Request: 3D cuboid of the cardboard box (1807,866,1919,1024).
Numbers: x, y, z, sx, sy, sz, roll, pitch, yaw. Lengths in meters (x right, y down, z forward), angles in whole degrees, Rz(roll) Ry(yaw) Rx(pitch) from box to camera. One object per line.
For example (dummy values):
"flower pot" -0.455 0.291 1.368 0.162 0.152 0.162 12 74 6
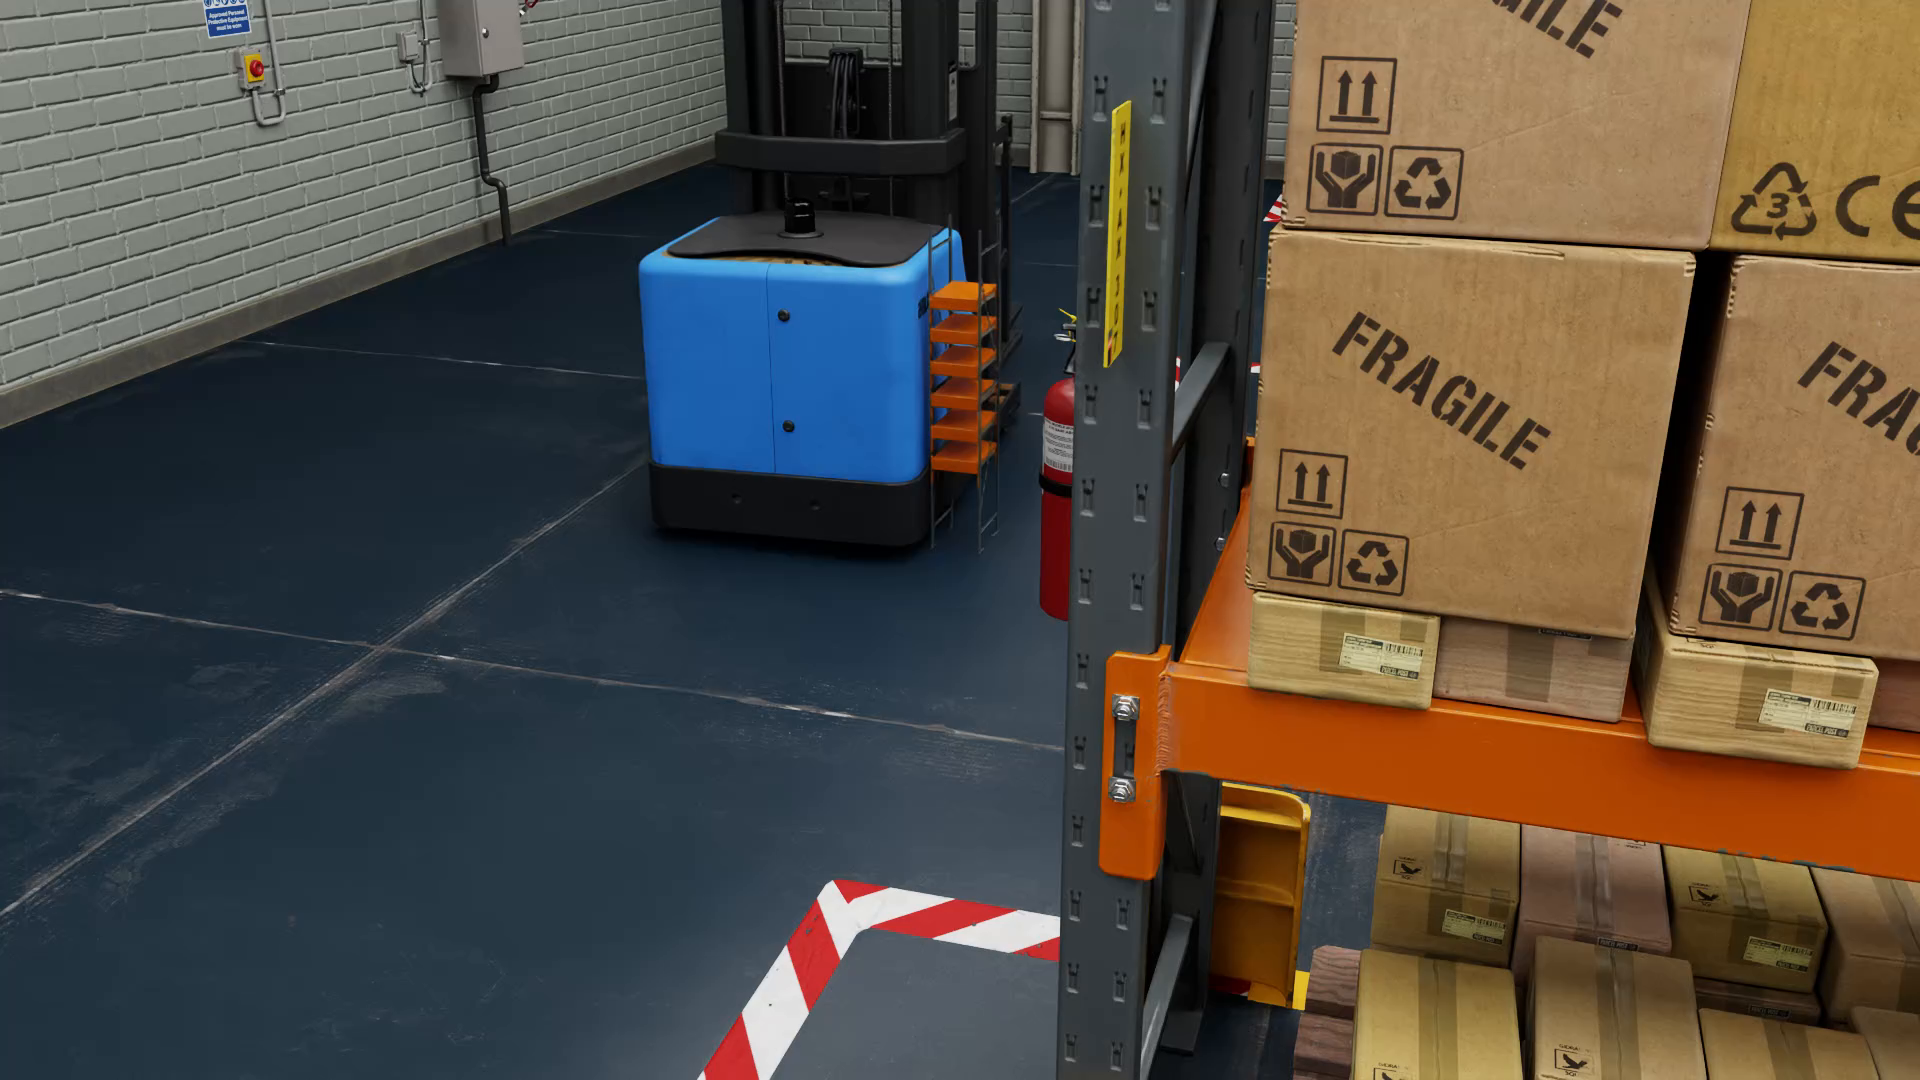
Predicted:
"cardboard box" 1.676 0.712 3.000 0.250 0.149 0.380 6 23 13

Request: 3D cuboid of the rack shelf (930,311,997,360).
"rack shelf" 0.019 -0.735 5.964 0.180 0.103 0.258 7 23 17

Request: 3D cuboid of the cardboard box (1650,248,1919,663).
"cardboard box" 1.228 -0.170 2.208 0.500 0.500 0.500 7 23 16

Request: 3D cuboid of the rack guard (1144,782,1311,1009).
"rack guard" 0.431 0.980 3.223 0.348 0.500 1.175 7 23 16

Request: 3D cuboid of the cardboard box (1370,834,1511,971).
"cardboard box" 0.946 0.756 3.286 0.250 0.149 0.380 6 23 14

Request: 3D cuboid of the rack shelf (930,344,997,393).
"rack shelf" 0.019 -0.624 6.010 0.180 0.103 0.258 7 23 17

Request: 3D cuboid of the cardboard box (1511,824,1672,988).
"cardboard box" 1.162 0.679 3.082 0.250 0.149 0.380 7 23 17

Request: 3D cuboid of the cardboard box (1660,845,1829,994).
"cardboard box" 1.447 0.661 3.126 0.250 0.149 0.380 6 23 14

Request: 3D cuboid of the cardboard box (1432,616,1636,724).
"cardboard box" 0.829 0.098 2.408 0.250 0.149 0.380 7 23 17

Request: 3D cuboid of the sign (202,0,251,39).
"sign" -3.786 -2.719 8.589 0.001 0.218 0.327 7 23 16

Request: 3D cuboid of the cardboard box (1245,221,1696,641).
"cardboard box" 0.708 -0.220 2.329 0.500 0.500 0.500 8 24 18

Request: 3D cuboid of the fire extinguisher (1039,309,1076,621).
"fire extinguisher" 0.250 -0.172 3.331 0.183 0.674 0.296 7 23 16

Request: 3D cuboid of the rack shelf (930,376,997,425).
"rack shelf" 0.019 -0.513 6.055 0.180 0.103 0.258 7 23 17

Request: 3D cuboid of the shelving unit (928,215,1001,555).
"shelving unit" 0.019 -0.554 6.038 0.189 1.200 0.258 7 23 17

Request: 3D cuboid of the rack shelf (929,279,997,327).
"rack shelf" 0.018 -0.846 5.919 0.180 0.103 0.258 7 23 17

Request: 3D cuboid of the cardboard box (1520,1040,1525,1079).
"cardboard box" 1.031 1.003 2.683 0.250 0.149 0.380 6 23 15

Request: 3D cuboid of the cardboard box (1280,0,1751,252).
"cardboard box" 0.711 -0.686 2.149 0.500 0.500 0.500 6 23 15

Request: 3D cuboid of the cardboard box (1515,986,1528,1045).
"cardboard box" 1.181 0.804 3.168 0.250 0.149 0.380 6 23 14

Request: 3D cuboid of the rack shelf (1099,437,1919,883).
"rack shelf" 2.273 0.367 2.371 4.000 0.370 1.077 7 23 16

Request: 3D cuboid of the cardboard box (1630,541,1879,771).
"cardboard box" 1.071 0.147 2.289 0.250 0.149 0.380 6 23 14

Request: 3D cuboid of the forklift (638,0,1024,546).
"forklift" -0.338 -1.862 6.947 1.130 2.935 3.031 5 23 12

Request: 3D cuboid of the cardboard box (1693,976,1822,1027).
"cardboard box" 1.444 0.812 3.148 0.250 0.149 0.380 6 23 13

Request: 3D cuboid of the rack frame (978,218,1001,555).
"rack frame" 0.106 -0.543 6.011 0.006 1.200 0.240 7 23 17

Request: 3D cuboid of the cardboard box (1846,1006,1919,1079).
"cardboard box" 1.526 0.903 2.536 0.250 0.149 0.380 5 23 13

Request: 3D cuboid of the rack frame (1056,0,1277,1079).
"rack frame" 0.358 -0.185 2.769 0.127 3.000 1.000 7 23 16

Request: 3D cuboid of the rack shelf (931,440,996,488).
"rack shelf" 0.020 -0.291 6.146 0.180 0.103 0.258 7 23 17

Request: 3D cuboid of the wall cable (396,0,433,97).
"wall cable" -3.315 -3.591 9.733 0.122 1.984 0.588 7 23 16

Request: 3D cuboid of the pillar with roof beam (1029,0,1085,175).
"pillar with roof beam" -0.443 -5.633 8.145 0.400 9.000 9.100 7 23 16

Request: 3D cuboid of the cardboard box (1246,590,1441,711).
"cardboard box" 0.574 0.086 2.440 0.250 0.149 0.380 6 23 15

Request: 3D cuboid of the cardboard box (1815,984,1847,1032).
"cardboard box" 1.671 0.879 2.985 0.250 0.149 0.380 6 23 15

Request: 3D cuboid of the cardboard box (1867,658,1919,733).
"cardboard box" 1.359 0.126 2.341 0.250 0.149 0.380 8 24 18

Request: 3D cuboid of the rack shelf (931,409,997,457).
"rack shelf" 0.020 -0.402 6.101 0.180 0.103 0.258 7 23 17

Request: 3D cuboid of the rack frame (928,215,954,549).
"rack frame" -0.068 -0.565 6.065 0.006 1.200 0.240 7 23 17

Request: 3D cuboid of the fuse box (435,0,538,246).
"fuse box" -2.967 -2.756 10.733 0.414 1.711 0.539 7 23 16

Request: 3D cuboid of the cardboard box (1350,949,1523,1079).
"cardboard box" 0.762 0.845 2.677 0.250 0.149 0.380 5 23 13

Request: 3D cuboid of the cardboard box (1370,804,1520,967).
"cardboard box" 0.938 0.630 3.200 0.250 0.149 0.380 7 23 16

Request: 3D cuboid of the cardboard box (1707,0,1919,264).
"cardboard box" 1.196 -0.633 2.020 0.500 0.500 0.500 7 23 17

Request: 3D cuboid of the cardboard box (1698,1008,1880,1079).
"cardboard box" 1.264 0.906 2.529 0.250 0.149 0.380 6 23 15

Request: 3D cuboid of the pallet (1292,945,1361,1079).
"pallet" 1.198 1.215 3.029 1.213 0.211 1.003 7 23 16

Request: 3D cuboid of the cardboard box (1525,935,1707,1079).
"cardboard box" 1.060 0.832 2.709 0.250 0.149 0.380 7 23 16

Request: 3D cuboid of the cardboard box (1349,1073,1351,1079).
"cardboard box" 0.786 0.953 2.807 0.250 0.149 0.380 8 23 18

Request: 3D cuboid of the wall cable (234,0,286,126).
"wall cable" -3.714 -3.089 8.468 0.123 1.953 0.585 7 23 16

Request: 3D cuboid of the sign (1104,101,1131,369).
"sign" 0.202 -0.389 2.124 0.005 0.325 0.100 7 23 16
